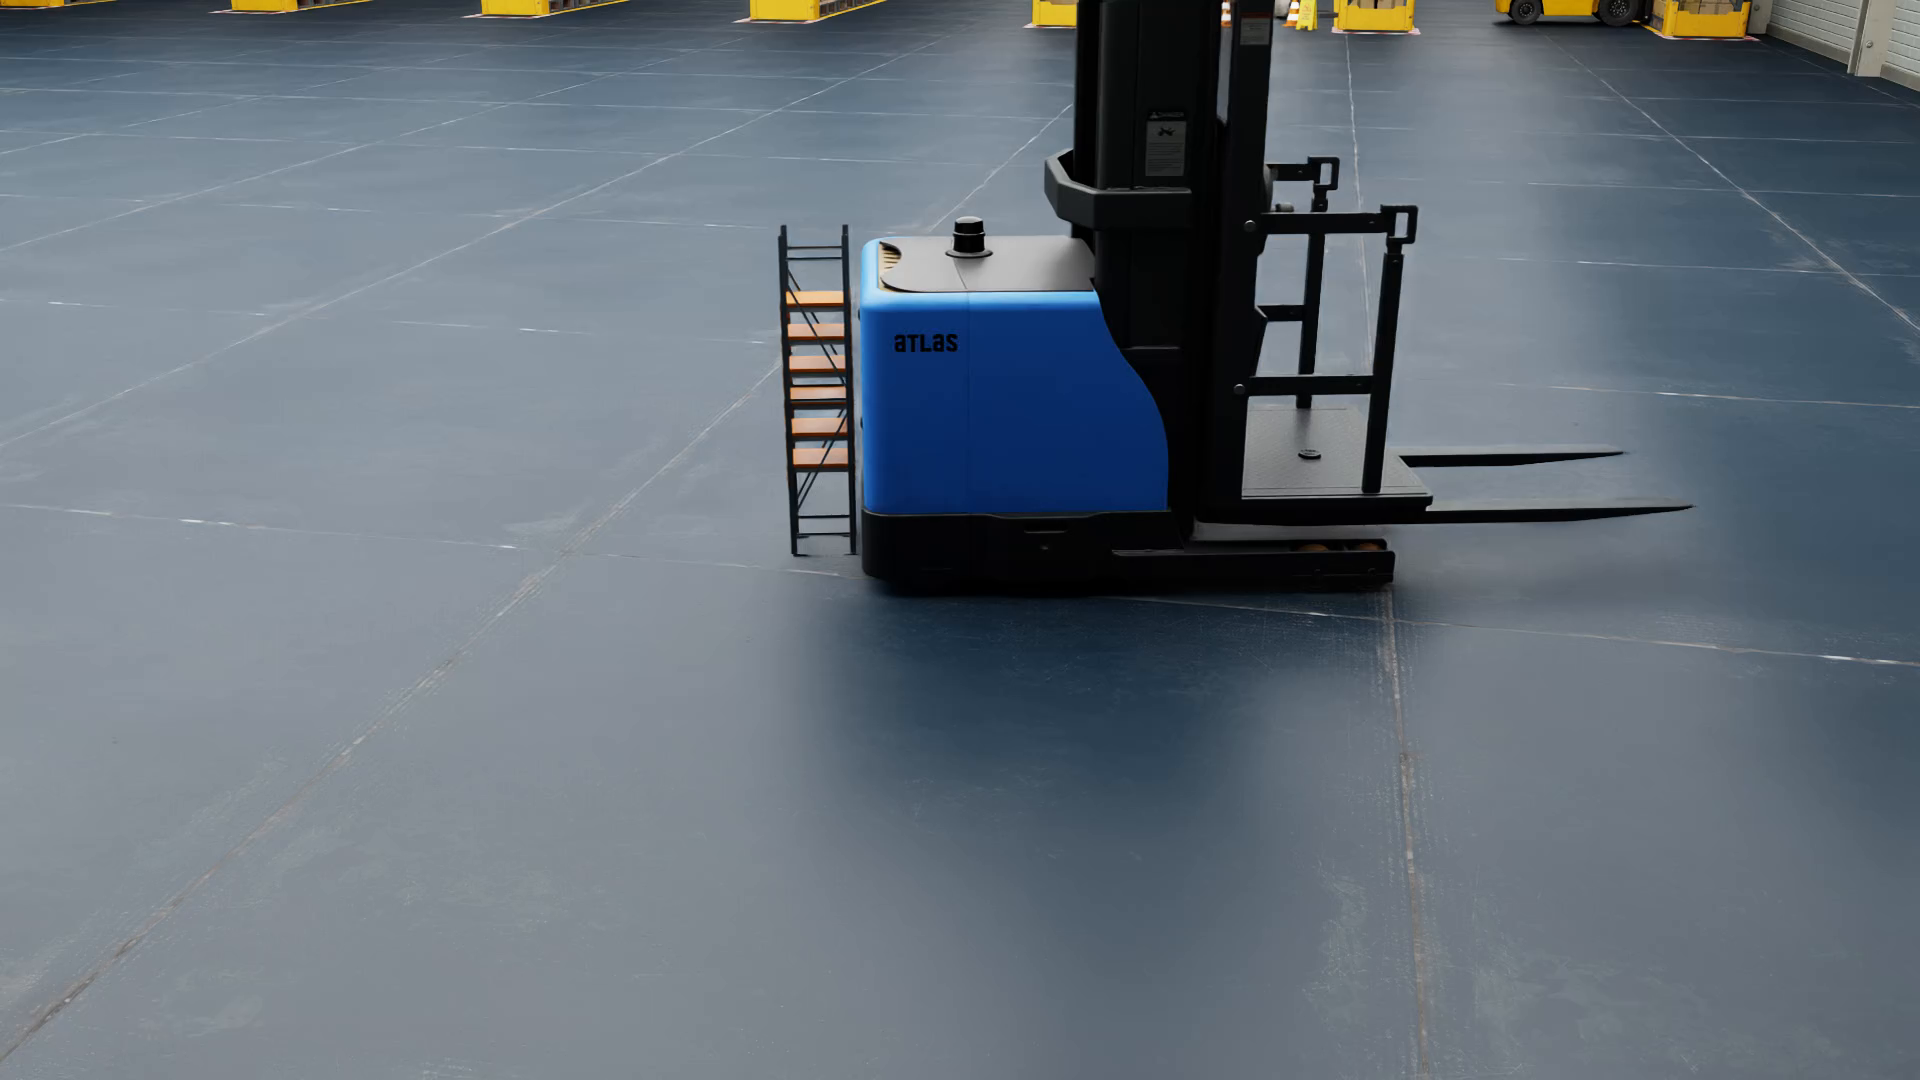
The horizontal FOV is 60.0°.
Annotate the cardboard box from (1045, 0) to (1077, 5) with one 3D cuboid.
[{"bbox_3d":[1.875,-9.407,27.979,0.875,0.875,0.875,5,22,11],"label":"cardboard box"}]

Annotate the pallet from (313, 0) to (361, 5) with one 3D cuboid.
[{"bbox_3d":[-12.365,-10.551,32.269,1.003,0.211,1.213,4,22,11],"label":"pallet"}]

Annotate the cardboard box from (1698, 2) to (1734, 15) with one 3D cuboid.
[{"bbox_3d":[11.819,-8.312,26.095,0.500,0.250,0.500,5,22,11],"label":"cardboard box"}]

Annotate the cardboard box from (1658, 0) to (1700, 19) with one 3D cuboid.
[{"bbox_3d":[11.314,-8.343,26.172,0.500,0.250,0.500,5,22,11],"label":"cardboard box"}]

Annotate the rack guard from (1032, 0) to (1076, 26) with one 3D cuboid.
[{"bbox_3d":[1.796,-8.777,27.477,1.175,0.500,0.348,4,22,11],"label":"rack guard"}]

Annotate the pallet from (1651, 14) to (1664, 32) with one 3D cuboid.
[{"bbox_3d":[11.643,-8.217,26.474,1.003,0.211,1.213,4,22,11],"label":"pallet"}]

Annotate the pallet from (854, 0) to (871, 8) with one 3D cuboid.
[{"bbox_3d":[-2.320,-10.281,31.599,1.003,0.211,1.213,4,22,11],"label":"pallet"}]

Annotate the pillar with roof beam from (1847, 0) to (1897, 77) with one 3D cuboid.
[{"bbox_3d":[7.114,-10.330,19.958,9.100,9.000,0.400,4,22,11],"label":"pillar with roof beam"}]

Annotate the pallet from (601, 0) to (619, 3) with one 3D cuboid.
[{"bbox_3d":[-7.244,-10.665,32.551,1.003,0.211,1.213,4,22,11],"label":"pallet"}]

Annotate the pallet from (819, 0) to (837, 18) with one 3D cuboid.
[{"bbox_3d":[-2.818,-9.389,29.383,1.003,0.211,1.213,4,22,11],"label":"pallet"}]

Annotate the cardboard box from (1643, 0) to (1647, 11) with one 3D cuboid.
[{"bbox_3d":[11.620,-8.898,27.550,0.500,0.250,0.500,5,23,13],"label":"cardboard box"}]

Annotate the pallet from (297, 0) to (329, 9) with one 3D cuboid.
[{"bbox_3d":[-12.616,-10.106,31.164,1.003,0.211,1.213,4,22,11],"label":"pallet"}]

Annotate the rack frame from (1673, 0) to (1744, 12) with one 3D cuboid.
[{"bbox_3d":[11.528,-9.228,25.250,1.000,3.000,0.127,4,22,11],"label":"rack frame"}]

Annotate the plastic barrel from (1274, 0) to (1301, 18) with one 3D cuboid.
[{"bbox_3d":[5.607,-9.280,28.830,0.421,0.421,0.512,-16,27,-35],"label":"plastic barrel"}]

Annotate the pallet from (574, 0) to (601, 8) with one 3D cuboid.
[{"bbox_3d":[-7.491,-10.217,31.440,1.003,0.211,1.213,4,22,11],"label":"pallet"}]

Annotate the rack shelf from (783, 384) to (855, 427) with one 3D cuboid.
[{"bbox_3d":[-0.514,-0.492,6.088,0.258,0.103,0.180,-1,22,-2],"label":"rack shelf"}]

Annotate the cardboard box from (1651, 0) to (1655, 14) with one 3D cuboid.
[{"bbox_3d":[11.536,-8.706,27.075,0.500,0.250,0.500,5,22,11],"label":"cardboard box"}]

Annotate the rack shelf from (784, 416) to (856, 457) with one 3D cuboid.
[{"bbox_3d":[-0.514,-0.381,6.133,0.258,0.103,0.180,-1,22,-2],"label":"rack shelf"}]

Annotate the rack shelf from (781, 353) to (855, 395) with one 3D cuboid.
[{"bbox_3d":[-0.514,-0.604,6.044,0.258,0.103,0.180,-1,22,-2],"label":"rack shelf"}]

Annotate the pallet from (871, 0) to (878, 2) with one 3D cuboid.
[{"bbox_3d":[-2.060,-10.814,32.923,1.003,0.211,1.213,4,22,11],"label":"pallet"}]

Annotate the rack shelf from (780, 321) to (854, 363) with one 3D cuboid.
[{"bbox_3d":[-0.514,-0.715,5.999,0.258,0.103,0.180,-1,22,-2],"label":"rack shelf"}]

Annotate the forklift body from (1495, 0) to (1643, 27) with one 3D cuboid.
[{"bbox_3d":[10.129,-9.667,27.476,2.313,2.155,1.214,4,22,11],"label":"forklift body"}]

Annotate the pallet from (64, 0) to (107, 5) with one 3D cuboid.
[{"bbox_3d":[-17.365,-10.522,32.196,1.003,0.211,1.213,4,22,11],"label":"pallet"}]

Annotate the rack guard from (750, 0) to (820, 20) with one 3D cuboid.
[{"bbox_3d":[-3.018,-9.228,28.598,1.175,0.500,0.348,4,22,11],"label":"rack guard"}]

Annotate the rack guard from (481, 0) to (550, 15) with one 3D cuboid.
[{"bbox_3d":[-7.913,-9.610,29.545,1.175,0.500,0.348,4,22,11],"label":"rack guard"}]

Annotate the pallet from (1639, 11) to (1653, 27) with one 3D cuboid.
[{"bbox_3d":[11.894,-8.662,27.578,1.003,0.211,1.213,4,22,11],"label":"pallet"}]

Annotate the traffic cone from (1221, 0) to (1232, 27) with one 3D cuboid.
[{"bbox_3d":[4.337,-8.644,27.197,0.336,0.463,0.334,4,22,11],"label":"traffic cone"}]

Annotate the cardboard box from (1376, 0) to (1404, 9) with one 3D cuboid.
[{"bbox_3d":[7.103,-8.798,27.302,0.500,0.250,0.500,4,22,10],"label":"cardboard box"}]

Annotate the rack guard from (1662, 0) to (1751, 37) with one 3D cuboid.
[{"bbox_3d":[11.523,-8.059,25.696,1.175,0.500,0.348,4,22,11],"label":"rack guard"}]

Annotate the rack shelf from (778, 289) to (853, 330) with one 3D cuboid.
[{"bbox_3d":[-0.515,-0.826,5.954,0.258,0.103,0.180,-1,22,-2],"label":"rack shelf"}]

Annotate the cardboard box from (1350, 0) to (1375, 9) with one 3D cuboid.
[{"bbox_3d":[6.574,-8.849,27.429,0.500,0.250,0.500,4,22,11],"label":"cardboard box"}]

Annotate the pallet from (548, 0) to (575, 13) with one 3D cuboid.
[{"bbox_3d":[-7.742,-9.772,30.335,1.003,0.211,1.213,4,22,11],"label":"pallet"}]

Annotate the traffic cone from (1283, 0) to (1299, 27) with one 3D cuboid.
[{"bbox_3d":[5.493,-8.684,27.295,0.336,0.463,0.334,4,22,11],"label":"traffic cone"}]

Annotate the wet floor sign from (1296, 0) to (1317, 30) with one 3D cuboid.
[{"bbox_3d":[5.582,-8.525,26.656,0.267,0.644,0.232,13,25,29],"label":"wet floor sign"}]

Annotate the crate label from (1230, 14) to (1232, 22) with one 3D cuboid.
[{"bbox_3d":[4.436,-8.785,27.983,0.250,0.136,0.298,-7,23,-17],"label":"crate label"}]

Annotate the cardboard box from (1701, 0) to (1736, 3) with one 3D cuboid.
[{"bbox_3d":[11.827,-8.535,25.980,0.500,0.250,0.500,5,22,12],"label":"cardboard box"}]

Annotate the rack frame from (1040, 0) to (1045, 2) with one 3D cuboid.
[{"bbox_3d":[1.801,-9.945,27.032,1.000,3.000,0.127,4,22,11],"label":"rack frame"}]

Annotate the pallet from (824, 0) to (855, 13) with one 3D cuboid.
[{"bbox_3d":[-2.567,-9.834,30.488,1.003,0.211,1.213,4,22,11],"label":"pallet"}]

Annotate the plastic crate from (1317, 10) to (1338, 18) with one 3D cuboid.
[{"bbox_3d":[6.361,-9.202,29.094,0.402,0.080,0.583,-3,22,-8],"label":"plastic crate"}]

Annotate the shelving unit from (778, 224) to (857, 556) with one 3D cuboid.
[{"bbox_3d":[-0.514,-0.534,6.072,0.258,1.200,0.189,-1,22,-2],"label":"shelving unit"}]

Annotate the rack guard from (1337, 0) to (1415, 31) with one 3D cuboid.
[{"bbox_3d":[6.683,-8.473,26.723,1.175,0.500,0.348,4,22,11],"label":"rack guard"}]

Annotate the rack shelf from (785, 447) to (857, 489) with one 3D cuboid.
[{"bbox_3d":[-0.513,-0.270,6.178,0.258,0.103,0.180,-1,22,-2],"label":"rack shelf"}]

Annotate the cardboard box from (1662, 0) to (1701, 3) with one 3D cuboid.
[{"bbox_3d":[11.321,-8.581,26.093,0.500,0.250,0.500,4,22,10],"label":"cardboard box"}]

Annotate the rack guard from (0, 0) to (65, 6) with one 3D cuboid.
[{"bbox_3d":[-17.566,-10.361,31.411,1.175,0.500,0.348,4,22,11],"label":"rack guard"}]

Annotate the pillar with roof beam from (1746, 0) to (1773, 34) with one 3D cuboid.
[{"bbox_3d":[8.338,-12.525,25.406,9.100,9.000,0.400,4,22,11],"label":"pillar with roof beam"}]

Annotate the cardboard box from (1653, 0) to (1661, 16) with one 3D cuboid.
[{"bbox_3d":[11.425,-8.524,26.622,0.500,0.250,0.500,4,22,11],"label":"cardboard box"}]

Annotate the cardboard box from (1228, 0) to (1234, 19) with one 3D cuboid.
[{"bbox_3d":[4.548,-9.282,28.727,0.797,0.503,0.637,-11,25,-26],"label":"cardboard box"}]

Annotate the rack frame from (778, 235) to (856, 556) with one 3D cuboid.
[{"bbox_3d":[-0.510,-0.500,5.987,0.240,1.200,0.006,-1,22,-2],"label":"rack frame"}]

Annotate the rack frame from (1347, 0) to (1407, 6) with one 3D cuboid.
[{"bbox_3d":[6.668,-9.605,26.187,1.000,3.000,0.127,4,22,11],"label":"rack frame"}]

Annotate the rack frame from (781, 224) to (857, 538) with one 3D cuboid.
[{"bbox_3d":[-0.518,-0.568,6.157,0.240,1.200,0.006,-1,22,-2],"label":"rack frame"}]

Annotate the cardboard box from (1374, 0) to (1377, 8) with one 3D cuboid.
[{"bbox_3d":[7.314,-9.185,28.262,0.500,0.250,0.500,6,23,15],"label":"cardboard box"}]

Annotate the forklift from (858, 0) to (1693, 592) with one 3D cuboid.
[{"bbox_3d":[1.147,-1.374,5.841,3.031,2.935,1.130,-1,22,-3],"label":"forklift"}]

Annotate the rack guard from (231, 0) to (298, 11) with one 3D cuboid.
[{"bbox_3d":[-12.736,-9.948,30.386,1.175,0.500,0.348,4,22,11],"label":"rack guard"}]
